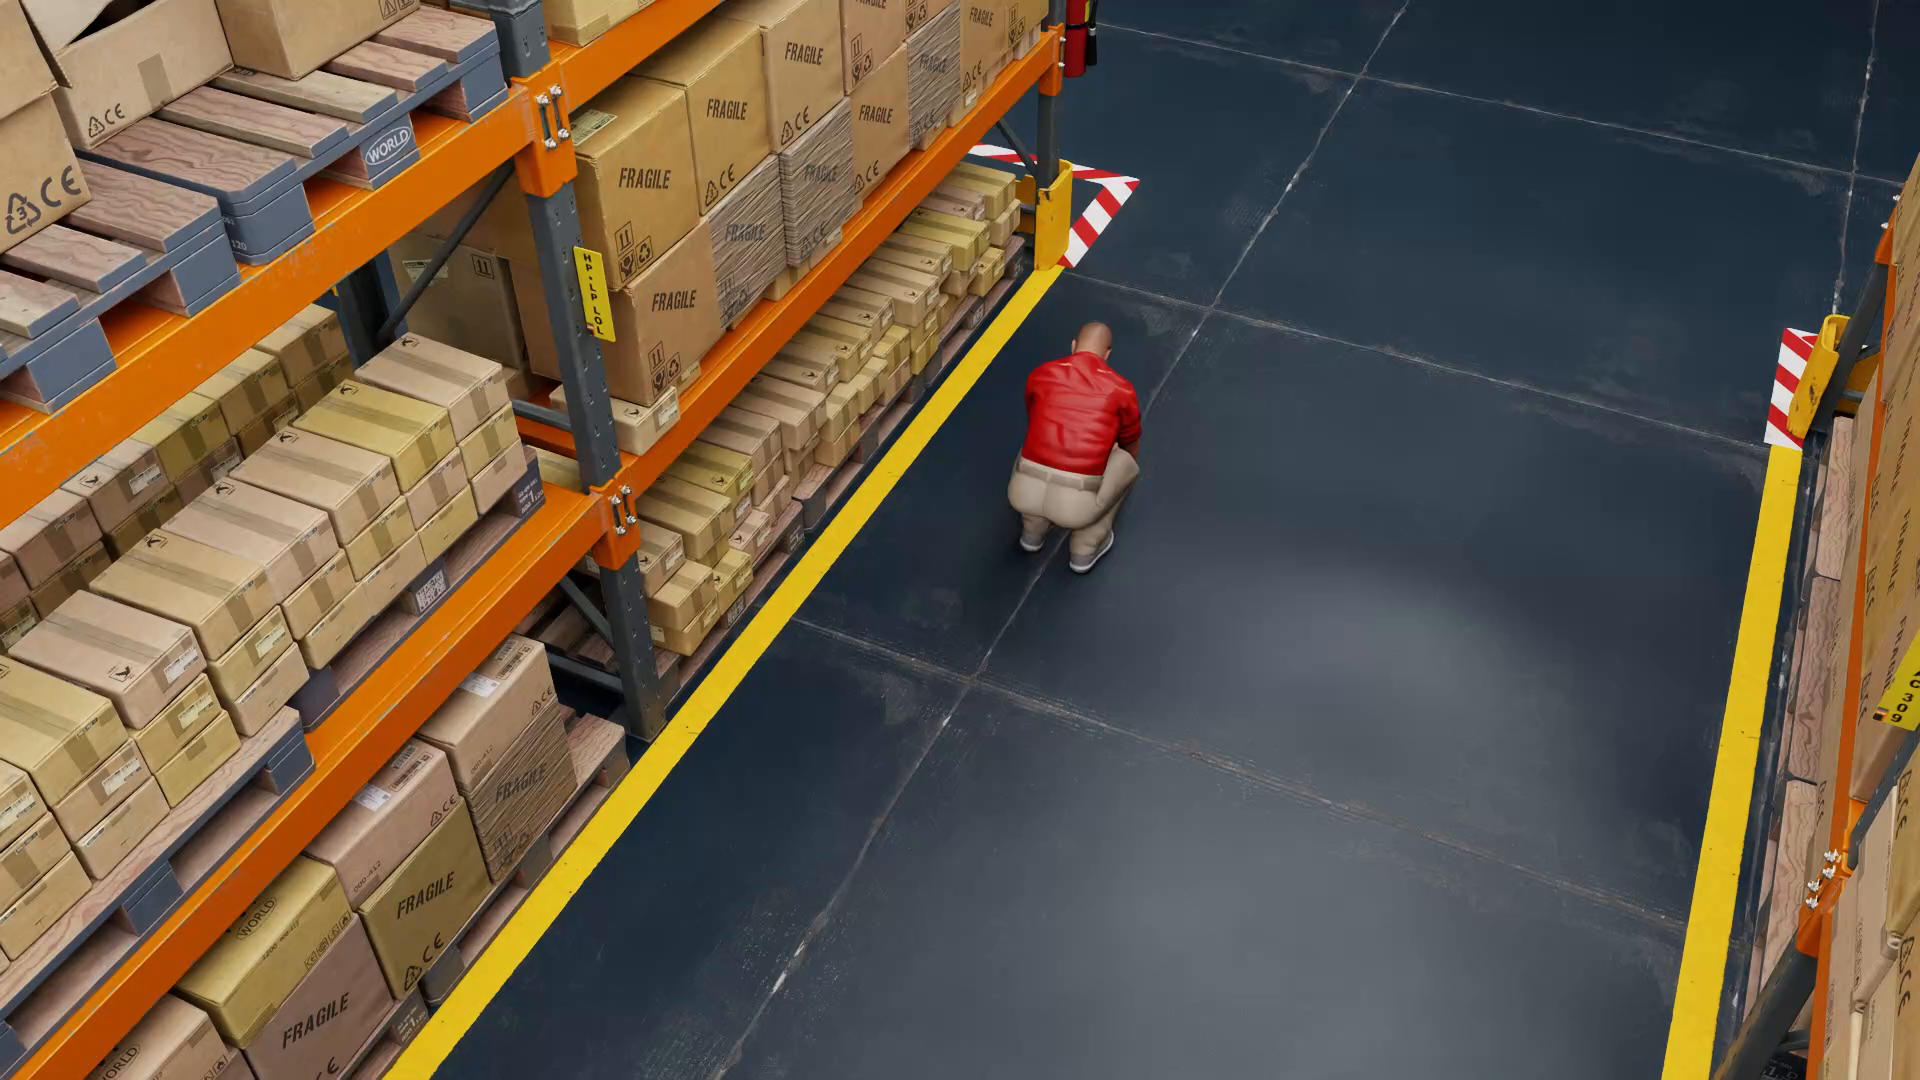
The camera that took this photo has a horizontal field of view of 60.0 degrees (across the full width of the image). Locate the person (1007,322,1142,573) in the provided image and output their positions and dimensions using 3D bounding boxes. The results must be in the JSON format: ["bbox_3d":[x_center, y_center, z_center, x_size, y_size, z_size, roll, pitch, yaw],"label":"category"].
[{"bbox_3d":[0.497,-0.391,7.266,0.560,0.867,0.866,17,44,18],"label":"person"}]
